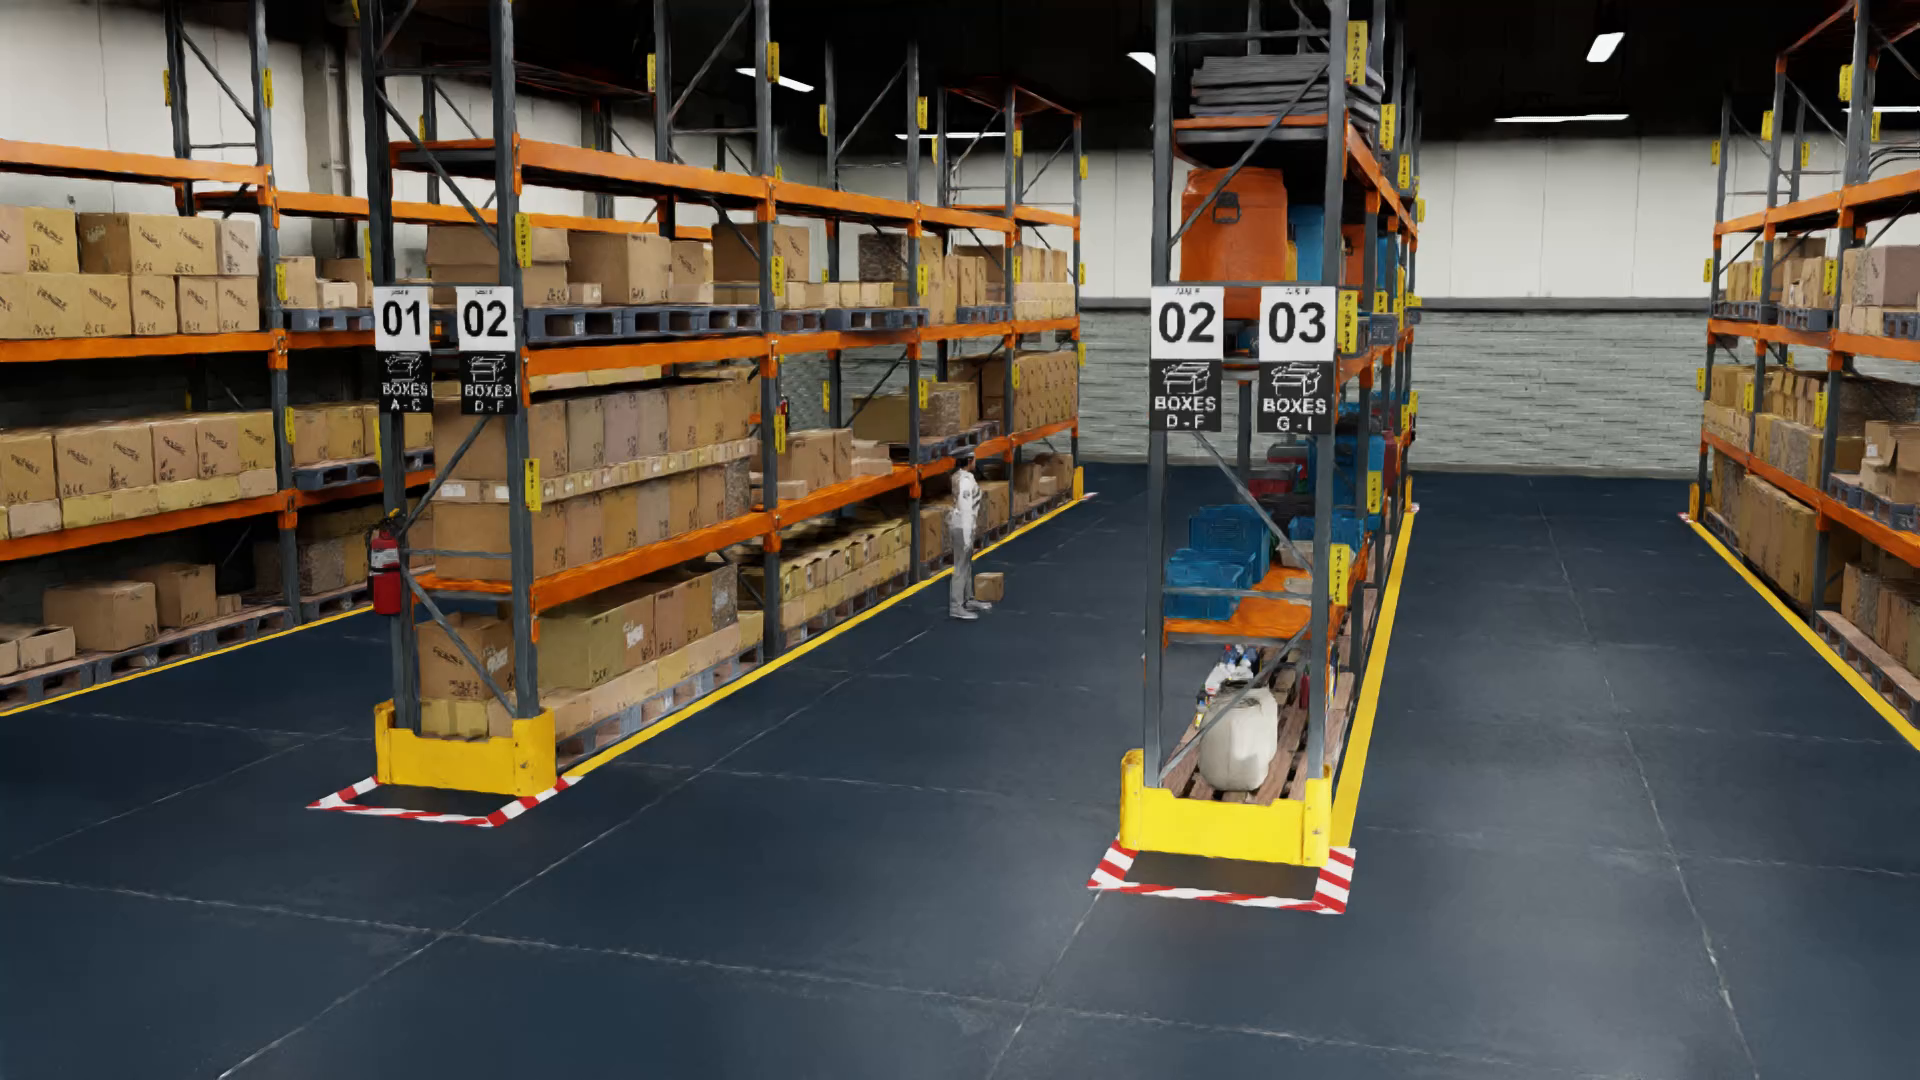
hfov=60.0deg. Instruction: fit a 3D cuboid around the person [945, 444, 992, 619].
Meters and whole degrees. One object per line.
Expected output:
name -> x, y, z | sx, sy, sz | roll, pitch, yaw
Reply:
person -> 0.108, -0.092, 16.262 | 0.479, 1.685, 0.546 | -2, 9, -11
